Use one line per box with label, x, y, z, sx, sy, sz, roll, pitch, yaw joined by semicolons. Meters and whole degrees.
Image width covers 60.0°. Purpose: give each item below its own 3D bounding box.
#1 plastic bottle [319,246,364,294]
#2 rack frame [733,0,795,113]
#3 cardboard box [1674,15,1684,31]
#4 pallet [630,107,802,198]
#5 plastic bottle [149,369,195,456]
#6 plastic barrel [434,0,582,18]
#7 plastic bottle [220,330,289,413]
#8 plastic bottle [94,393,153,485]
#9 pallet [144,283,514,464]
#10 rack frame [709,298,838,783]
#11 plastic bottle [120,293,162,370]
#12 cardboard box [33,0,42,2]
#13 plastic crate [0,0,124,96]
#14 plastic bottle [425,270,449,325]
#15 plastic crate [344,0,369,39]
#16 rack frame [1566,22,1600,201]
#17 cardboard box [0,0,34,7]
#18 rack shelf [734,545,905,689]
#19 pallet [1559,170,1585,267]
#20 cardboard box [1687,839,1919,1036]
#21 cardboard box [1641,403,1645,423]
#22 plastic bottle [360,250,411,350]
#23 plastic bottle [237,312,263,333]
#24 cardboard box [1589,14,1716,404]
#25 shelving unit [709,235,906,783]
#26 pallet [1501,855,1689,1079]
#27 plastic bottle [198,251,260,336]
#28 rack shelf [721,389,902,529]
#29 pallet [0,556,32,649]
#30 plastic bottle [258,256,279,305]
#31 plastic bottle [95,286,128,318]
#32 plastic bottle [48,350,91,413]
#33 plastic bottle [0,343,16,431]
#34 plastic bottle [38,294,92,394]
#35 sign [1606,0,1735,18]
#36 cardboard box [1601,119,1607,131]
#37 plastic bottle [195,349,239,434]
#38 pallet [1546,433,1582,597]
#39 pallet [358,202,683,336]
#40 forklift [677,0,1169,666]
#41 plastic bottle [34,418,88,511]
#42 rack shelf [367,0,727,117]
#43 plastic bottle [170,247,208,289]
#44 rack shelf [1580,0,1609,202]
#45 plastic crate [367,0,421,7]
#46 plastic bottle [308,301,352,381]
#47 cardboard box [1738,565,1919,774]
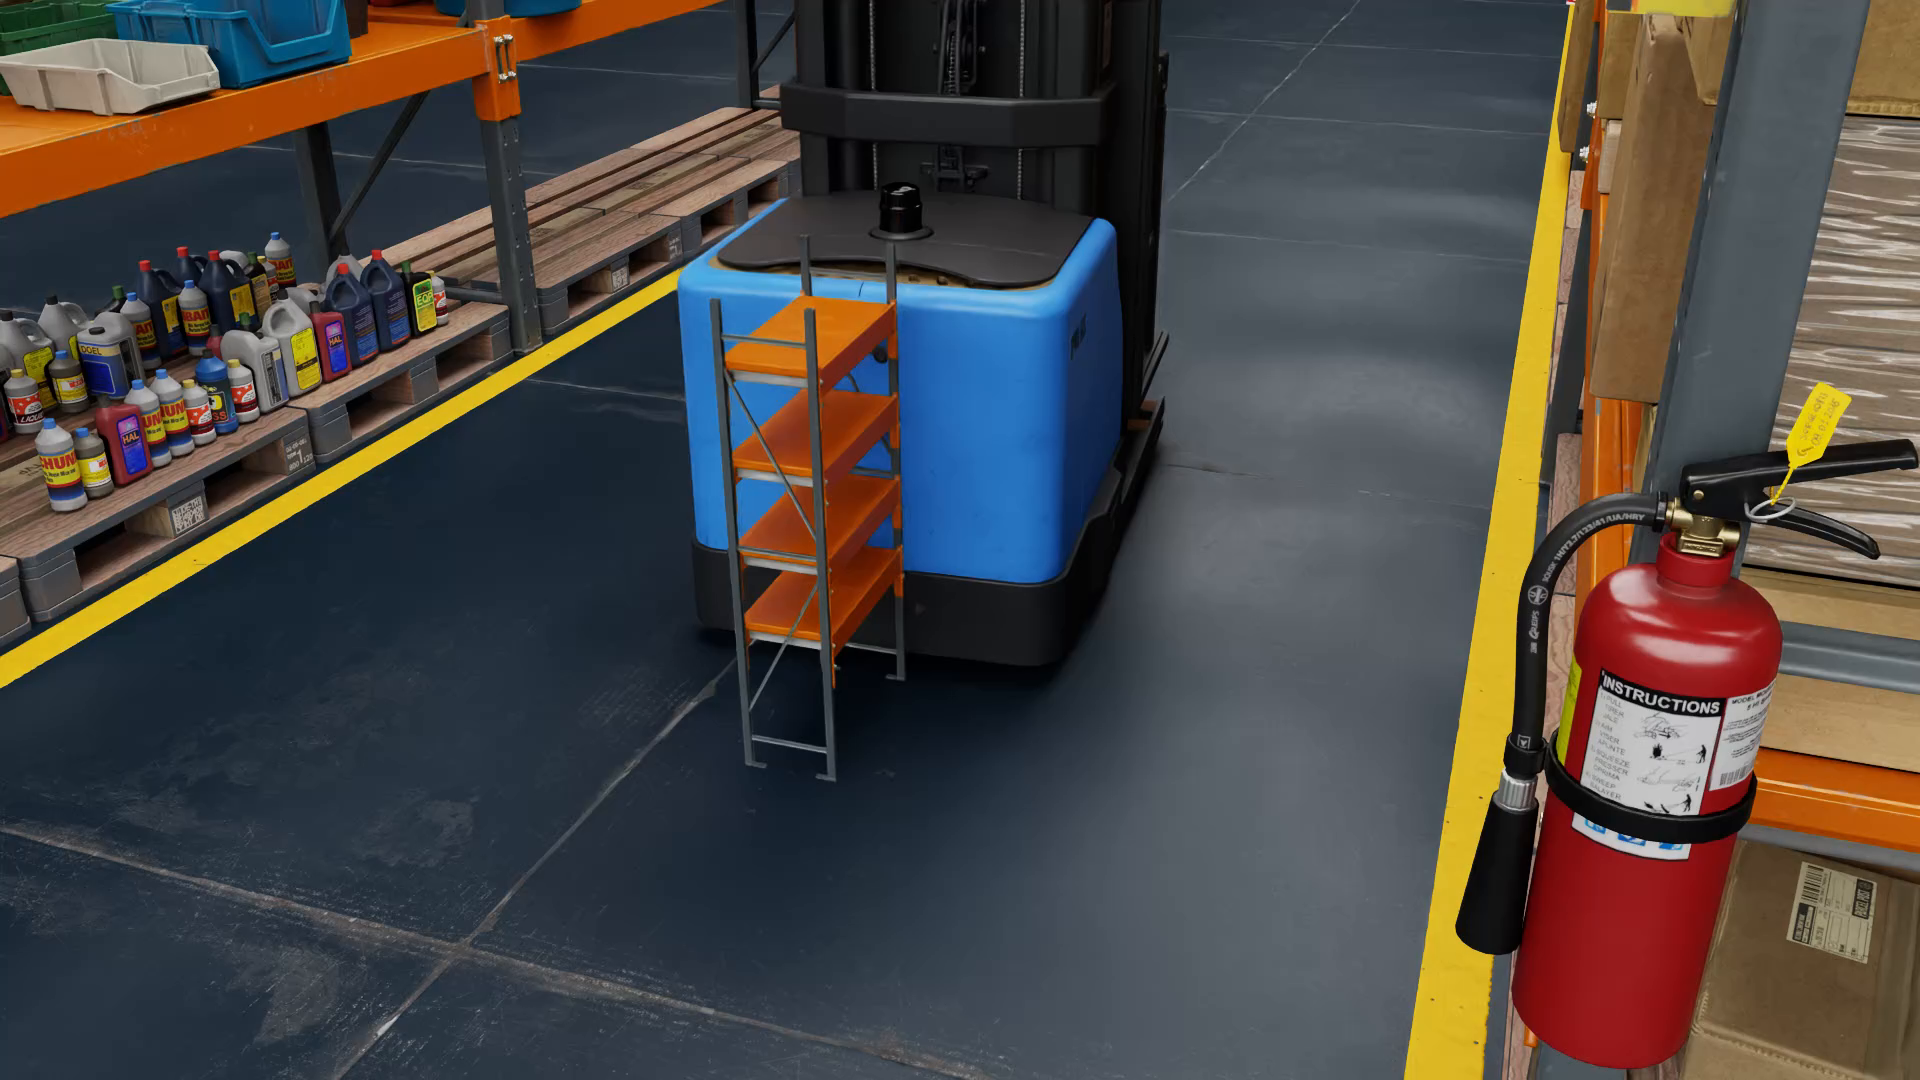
plastic bottle;-2.301;-0.922;6.247;0.144;0.351;0.185;9;27;17
rack frame;-0.892;-3.846;9.751;1.000;3.000;0.127;9;27;17
cardboard box;1.228;-0.937;2.139;0.500;0.500;0.500;9;27;17
pallet;-1.186;-2.278;9.712;1.003;0.211;1.213;9;27;17
plastic bottle;-2.510;-0.410;5.281;0.097;0.271;0.097;0;26;0
plastic barrel;-1.809;-2.542;6.483;0.600;0.901;0.708;9;27;17
plastic bottle;-2.395;-0.590;5.647;0.152;0.276;0.135;9;27;18
plastic bottle;-2.564;-0.324;5.089;0.061;0.283;0.133;9;27;18
pallet;-2.486;-0.677;6.406;1.003;0.211;1.213;9;27;17
rack frame;-0.417;0.034;3.802;0.240;1.200;0.015;8;28;16
plastic bottle;-2.959;-0.757;5.997;0.097;0.271;0.097;0;26;0
cardboard box;-5.671;-3.304;10.661;0.500;0.311;0.500;8;27;17
plastic crate;-2.941;-1.590;5.334;0.450;0.188;0.662;9;27;17
plastic bottle;-2.050;-0.946;6.468;0.097;0.201;0.097;0;26;0
plastic crate;-2.517;-1.977;5.963;0.767;0.338;0.504;9;27;17
rack frame;3.779;-3.127;8.267;1.000;3.000;0.127;9;27;17
cardboard box;-6.180;-3.380;10.818;0.500;0.311;0.500;8;27;16
rack shelf;-0.339;0.166;4.129;0.258;0.148;0.480;8;28;16
pallet;3.517;-1.551;8.212;1.003;0.211;1.213;9;27;17
cardboard box;1.507;0.591;2.973;0.500;0.500;0.500;17;30;31
cardboard box;1.233;-0.187;2.483;0.380;0.149;0.250;9;27;17
plastic bottle;-2.166;-0.901;6.204;0.144;0.351;0.185;8;27;16
plastic bottle;-2.442;-0.664;5.791;0.061;0.283;0.133;9;27;17
cardboard box;1.379;-0.464;2.309;0.875;0.500;0.500;9;27;17
shelving unit;-0.340;-0.071;4.009;0.258;1.200;0.503;8;28;16
pallet;1.446;1.055;2.828;1.003;0.211;1.213;9;27;17
plastic bottle;-2.747;-0.915;6.233;0.144;0.351;0.185;9;27;17
rack shelf;-0.341;-0.211;3.938;0.258;0.148;0.480;8;28;16
pallet;-3.298;0.326;4.335;1.003;0.211;1.213;9;27;17
plastic bottle;-2.776;-1.031;6.644;0.097;0.201;0.097;0;26;0
plastic bottle;-3.040;-0.766;6.003;0.061;0.283;0.133;10;28;20
plastic bottle;-3.021;-0.541;5.631;0.097;0.201;0.097;0;26;0
plastic bottle;-3.200;-0.505;5.472;0.152;0.276;0.135;8;27;16
plastic bottle;-3.087;-0.684;5.755;0.144;0.351;0.185;9;27;17
sign;0.600;-0.592;1.339;0.100;0.325;0.005;9;27;17
cardboard box;1.997;-1.225;4.626;0.380;0.149;0.250;9;27;17
plastic bottle;-2.442;-0.493;5.453;0.097;0.271;0.097;0;26;0
pallet;2.257;0.053;4.899;1.003;0.211;1.213;9;27;17
pallet;-1.998;-1.275;7.641;1.003;0.211;1.213;9;27;17
forklift;0.112;-1.605;5.202;1.130;2.935;3.031;6;27;12
plastic bottle;-2.657;-0.228;4.905;0.097;0.271;0.097;0;26;0
rack shelf;-1.557;-2.700;8.210;1.077;0.370;4.000;9;27;17
plastic bottle;-2.883;-0.936;6.276;0.144;0.351;0.185;10;27;19
rack shelf;3.113;-1.982;6.726;1.077;0.370;4.000;9;27;17
plastic crate;-2.350;-2.474;6.844;0.402;0.464;0.583;9;27;17
plastic bottle;-2.244;-0.719;5.905;0.061;0.283;0.133;11;28;21
cardboard box;1.017;0.126;1.836;0.380;0.149;0.250;9;27;17
